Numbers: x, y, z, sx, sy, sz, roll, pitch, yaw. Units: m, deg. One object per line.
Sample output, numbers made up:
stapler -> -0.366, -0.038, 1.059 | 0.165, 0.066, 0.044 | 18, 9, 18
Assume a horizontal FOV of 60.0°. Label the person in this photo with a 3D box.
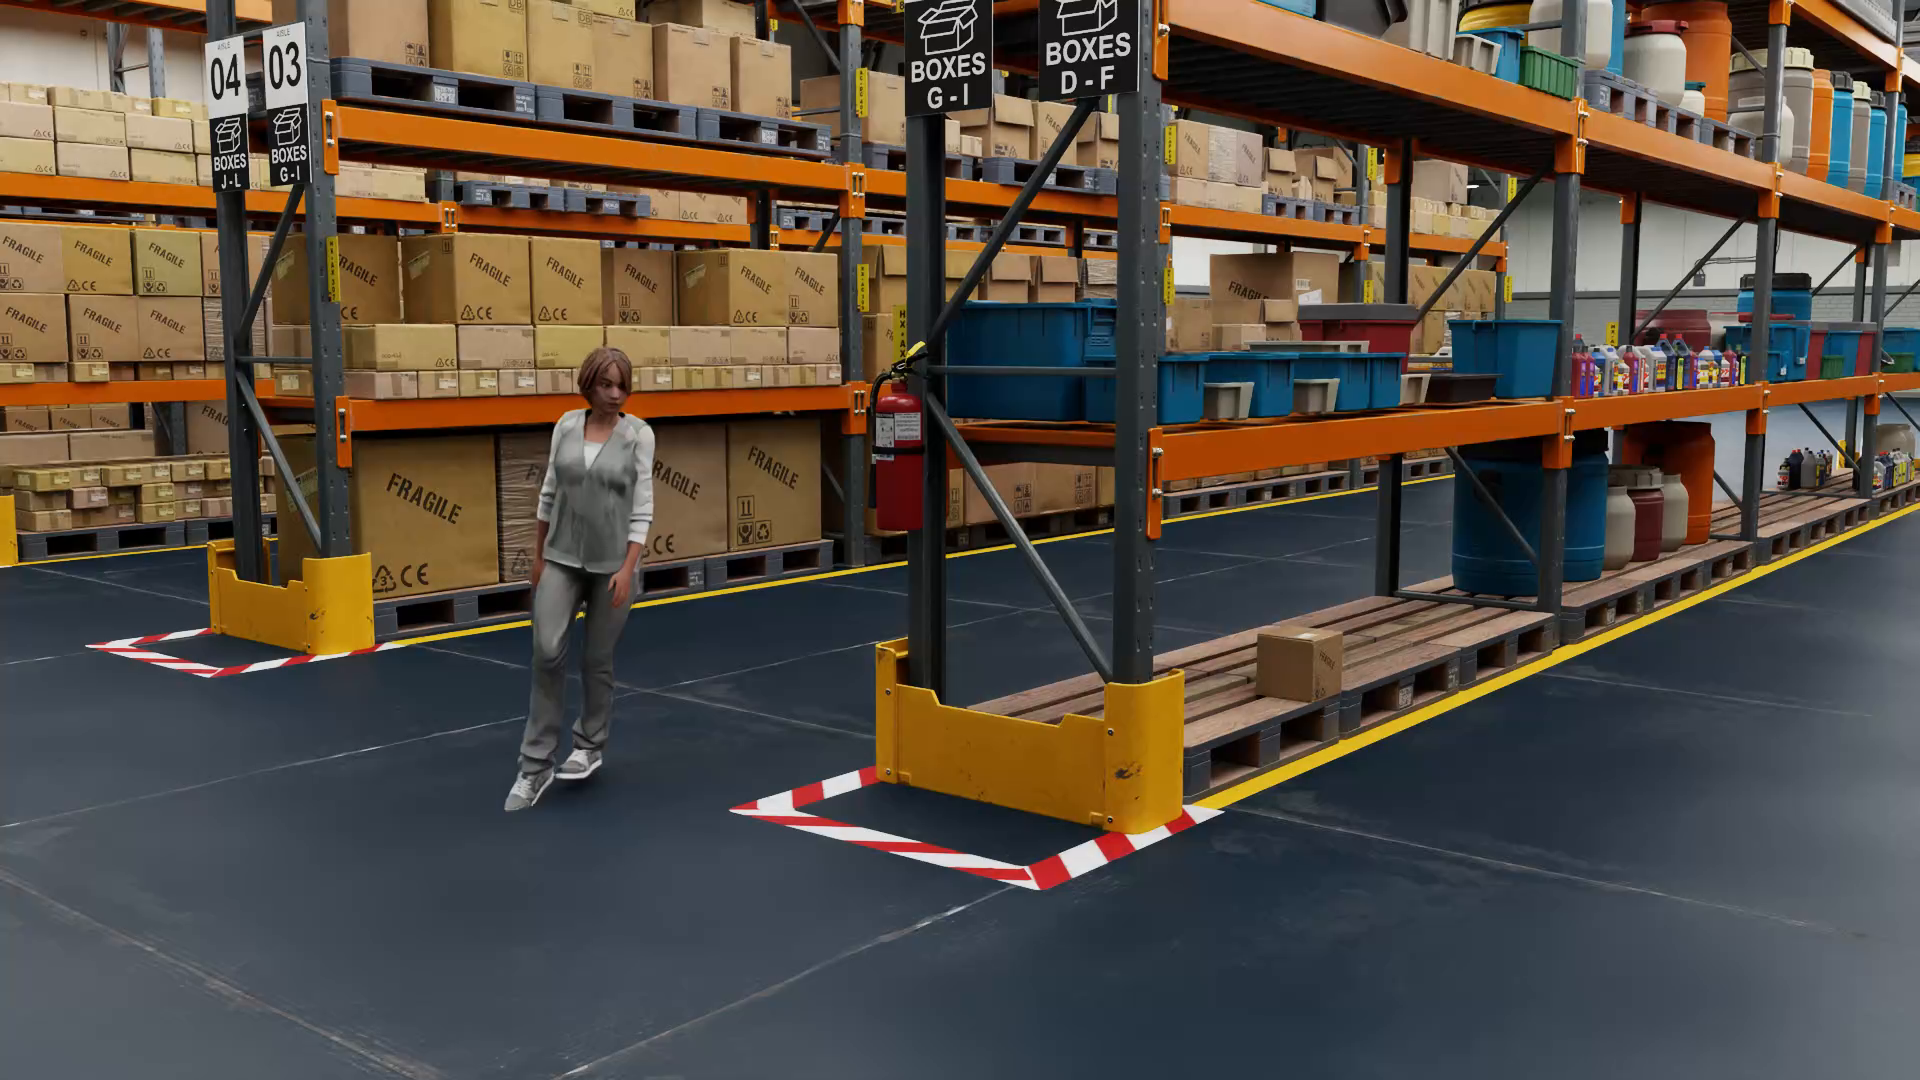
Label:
person -> -1.334, 0.135, 5.911 | 0.509, 1.630, 0.538 | 0, 7, 0
